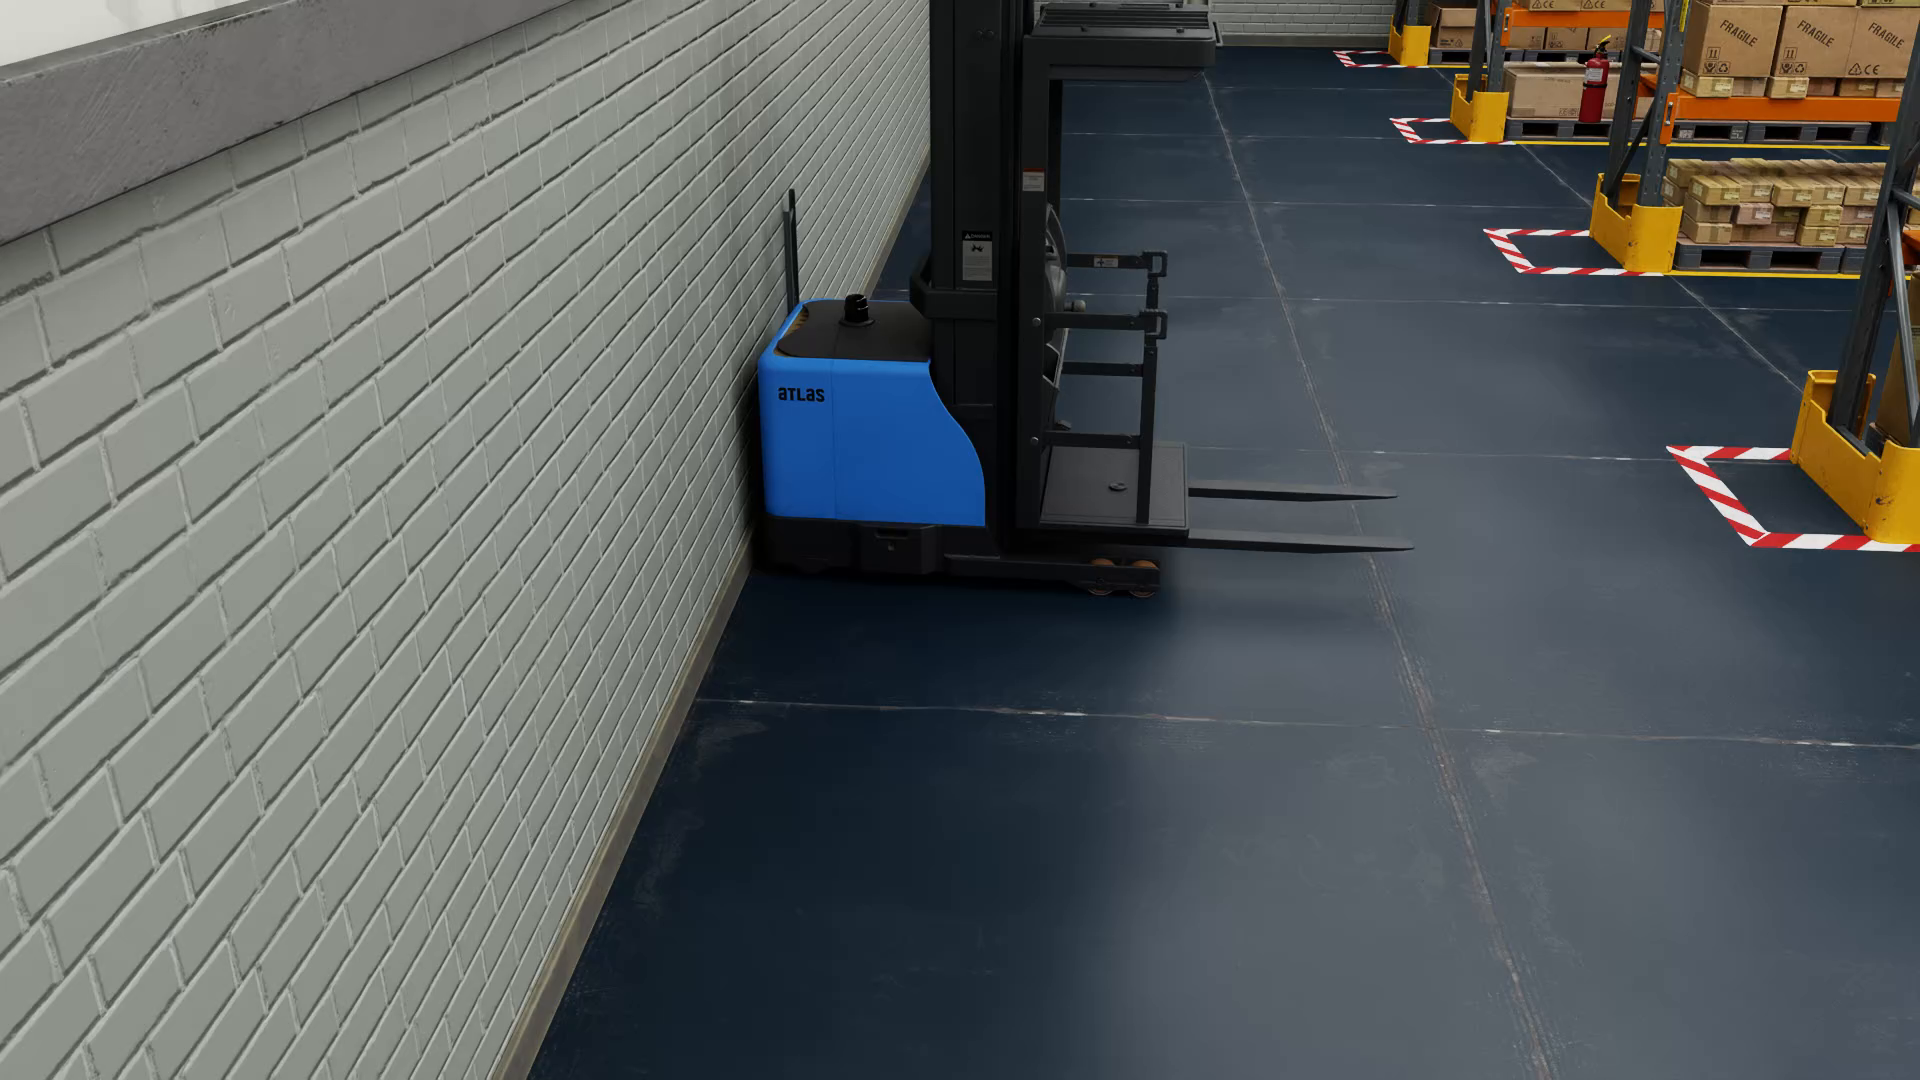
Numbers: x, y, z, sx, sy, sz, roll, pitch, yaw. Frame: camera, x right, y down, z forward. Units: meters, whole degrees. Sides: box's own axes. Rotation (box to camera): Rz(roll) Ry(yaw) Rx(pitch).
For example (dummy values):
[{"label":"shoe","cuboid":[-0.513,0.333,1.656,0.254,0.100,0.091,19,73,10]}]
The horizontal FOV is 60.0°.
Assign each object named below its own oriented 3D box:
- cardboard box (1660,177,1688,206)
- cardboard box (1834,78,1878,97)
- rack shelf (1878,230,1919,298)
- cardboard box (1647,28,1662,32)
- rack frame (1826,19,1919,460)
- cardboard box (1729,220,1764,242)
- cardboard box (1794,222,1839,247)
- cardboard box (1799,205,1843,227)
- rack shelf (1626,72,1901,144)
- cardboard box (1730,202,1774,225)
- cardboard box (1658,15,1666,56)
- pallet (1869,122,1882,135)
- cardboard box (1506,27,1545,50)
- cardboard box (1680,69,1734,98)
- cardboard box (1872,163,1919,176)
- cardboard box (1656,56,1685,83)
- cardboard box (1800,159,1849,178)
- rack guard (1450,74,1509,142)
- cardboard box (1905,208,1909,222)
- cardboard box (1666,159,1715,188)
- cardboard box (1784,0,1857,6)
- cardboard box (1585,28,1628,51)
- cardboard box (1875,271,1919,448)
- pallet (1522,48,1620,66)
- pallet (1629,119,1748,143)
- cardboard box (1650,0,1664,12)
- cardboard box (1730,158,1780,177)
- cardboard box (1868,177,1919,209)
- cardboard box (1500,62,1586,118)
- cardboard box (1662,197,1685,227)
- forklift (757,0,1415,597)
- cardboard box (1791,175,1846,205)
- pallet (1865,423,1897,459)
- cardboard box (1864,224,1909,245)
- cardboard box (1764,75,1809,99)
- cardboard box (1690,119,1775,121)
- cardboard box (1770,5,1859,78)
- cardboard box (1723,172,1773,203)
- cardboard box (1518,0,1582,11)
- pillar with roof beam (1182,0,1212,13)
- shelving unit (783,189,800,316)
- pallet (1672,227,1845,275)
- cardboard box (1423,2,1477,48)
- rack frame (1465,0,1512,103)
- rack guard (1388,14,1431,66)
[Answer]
[{"label":"cardboard box","cuboid":[5.783,-2.782,13.259,0.250,0.149,0.380,1,25,3]},{"label":"cardboard box","cuboid":[6.592,-3.396,12.342,0.250,0.149,0.380,2,25,3]},{"label":"rack shelf","cuboid":[6.749,-1.194,8.117,4.000,0.370,1.077,2,25,4]},{"label":"cardboard box","cuboid":[9.237,-6.745,22.034,0.500,0.311,0.500,3,25,6]},{"label":"rack frame","cuboid":[4.755,-1.585,8.106,0.127,3.000,1.000,2,25,4]},{"label":"cardboard box","cuboid":[6.000,-2.420,12.829,0.250,0.149,0.380,2,25,4]},{"label":"cardboard box","cuboid":[6.495,-2.361,12.701,0.250,0.149,0.380,2,25,5]},{"label":"cardboard box","cuboid":[6.505,-2.499,12.645,0.250,0.149,0.380,3,25,6]},{"label":"rack shelf","cuboid":[7.229,-3.258,12.602,4.000,0.370,1.077,2,25,4]},{"label":"cardboard box","cuboid":[6.007,-2.523,12.698,0.250,0.149,0.380,2,25,4]},{"label":"cardboard box","cuboid":[5.703,-3.922,12.710,0.500,0.500,0.500,2,25,5]},{"label":"pallet","cuboid":[10.277,-4.327,17.401,1.213,0.211,1.003,2,25,4]},{"label":"cardboard box","cuboid":[7.341,-6.737,21.790,0.500,0.500,0.700,3,25,6]},{"label":"cardboard box","cuboid":[5.533,-3.388,12.324,0.250,0.149,0.380,2,25,4]},{"label":"cardboard box","cuboid":[7.340,-2.845,13.040,0.250,0.149,0.380,2,25,4]},{"label":"cardboard box","cuboid":[5.582,-3.642,12.877,0.250,0.149,0.380,2,25,4]},{"label":"cardboard box","cuboid":[6.822,-2.896,13.152,0.250,0.149,0.380,3,25,6]},{"label":"rack guard","cuboid":[5.489,-4.580,17.606,0.348,0.500,1.175,2,25,4]},{"label":"cardboard box","cuboid":[7.050,-2.539,12.731,0.250,0.149,0.380,3,25,7]},{"label":"cardboard box","cuboid":[5.782,-2.903,13.168,0.250,0.149,0.380,2,25,5]},{"label":"cardboard box","cuboid":[6.166,-4.145,11.998,0.500,0.500,0.500,3,25,6]},{"label":"cardboard box","cuboid":[8.377,-6.703,21.717,0.500,0.500,0.700,1,25,2]},{"label":"cardboard box","cuboid":[5.399,-0.823,8.490,0.875,0.875,0.875,2,25,4]},{"label":"pallet","cuboid":[7.973,-6.449,22.014,1.213,0.211,1.003,2,25,4]},{"label":"pallet","cuboid":[7.530,-4.415,17.593,1.213,0.211,1.003,2,25,4]},{"label":"cardboard box","cuboid":[6.982,-5.597,16.706,0.500,0.500,0.500,2,25,4]},{"label":"cardboard box","cuboid":[6.296,-2.916,13.195,0.250,0.149,0.380,1,25,3]},{"label":"cardboard box","cuboid":[7.045,-2.622,12.557,0.250,0.149,0.380,2,25,5]},{"label":"cardboard box","cuboid":[6.179,-4.762,17.574,0.875,0.438,0.875,1,25,2]},{"label":"cardboard box","cuboid":[5.776,-2.614,13.252,0.250,0.149,0.380,2,25,5]},{"label":"forklift","cuboid":[0.622,-1.302,7.573,3.031,2.935,1.130,3,25,6]},{"label":"cardboard box","cuboid":[6.511,-2.663,12.645,0.250,0.149,0.380,1,25,1]},{"label":"pallet","cuboid":[5.558,-0.325,8.704,1.213,0.211,1.003,2,25,4]},{"label":"cardboard box","cuboid":[6.998,-2.348,12.673,0.250,0.149,0.380,1,25,1]},{"label":"cardboard box","cuboid":[6.054,-3.366,12.277,0.250,0.149,0.380,1,25,2]},{"label":"cardboard box","cuboid":[7.991,-4.707,17.454,0.875,0.438,0.875,1,25,2]},{"label":"cardboard box","cuboid":[6.197,-3.693,12.212,0.500,0.500,0.500,2,25,4]},{"label":"cardboard box","cuboid":[6.016,-2.698,12.721,0.250,0.149,0.380,2,25,5]},{"label":"cardboard box","cuboid":[5.970,-5.625,16.767,0.500,0.500,0.500,2,25,4]},{"label":"pillar with roof beam","cuboid":[2.941,-9.177,17.429,0.400,9.000,9.100,2,25,4]},{"label":"shelving unit","cuboid":[-0.354,-1.043,8.723,1.048,1.500,0.538,-1,25,-2]},{"label":"pallet","cuboid":[6.118,-2.339,13.080,1.213,0.211,1.003,2,25,4]},{"label":"cardboard box","cuboid":[6.492,-6.782,21.884,0.637,0.503,0.797,1,25,2]},{"label":"rack frame","cuboid":[5.513,-5.715,17.082,0.127,3.000,1.000,2,25,4]},{"label":"rack guard","cuboid":[5.965,-6.646,22.095,0.348,0.500,1.175,2,25,4]}]
